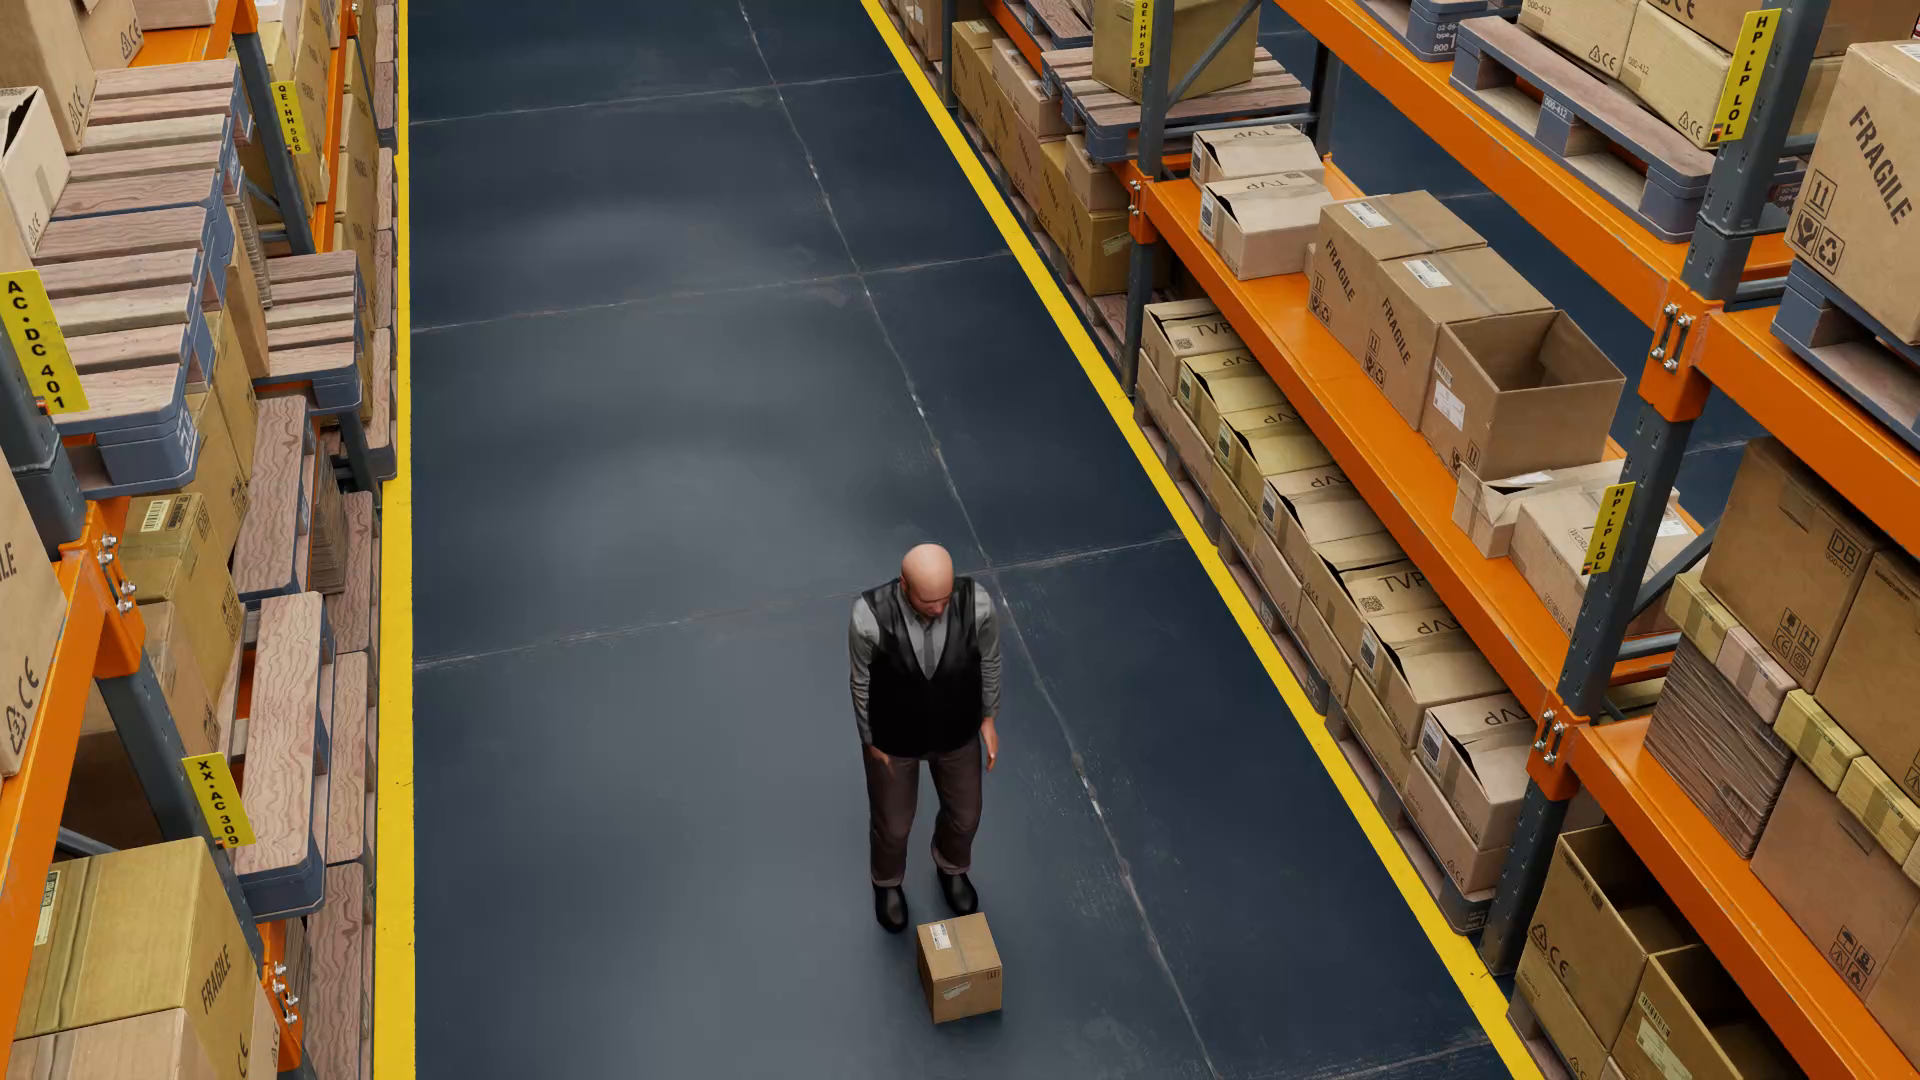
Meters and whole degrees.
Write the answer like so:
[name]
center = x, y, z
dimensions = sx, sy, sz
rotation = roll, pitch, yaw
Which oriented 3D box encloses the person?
[person]
center = -0.113, 0.676, 5.887
dimensions = 0.540, 1.706, 0.364
rotation = -9, 39, -11
